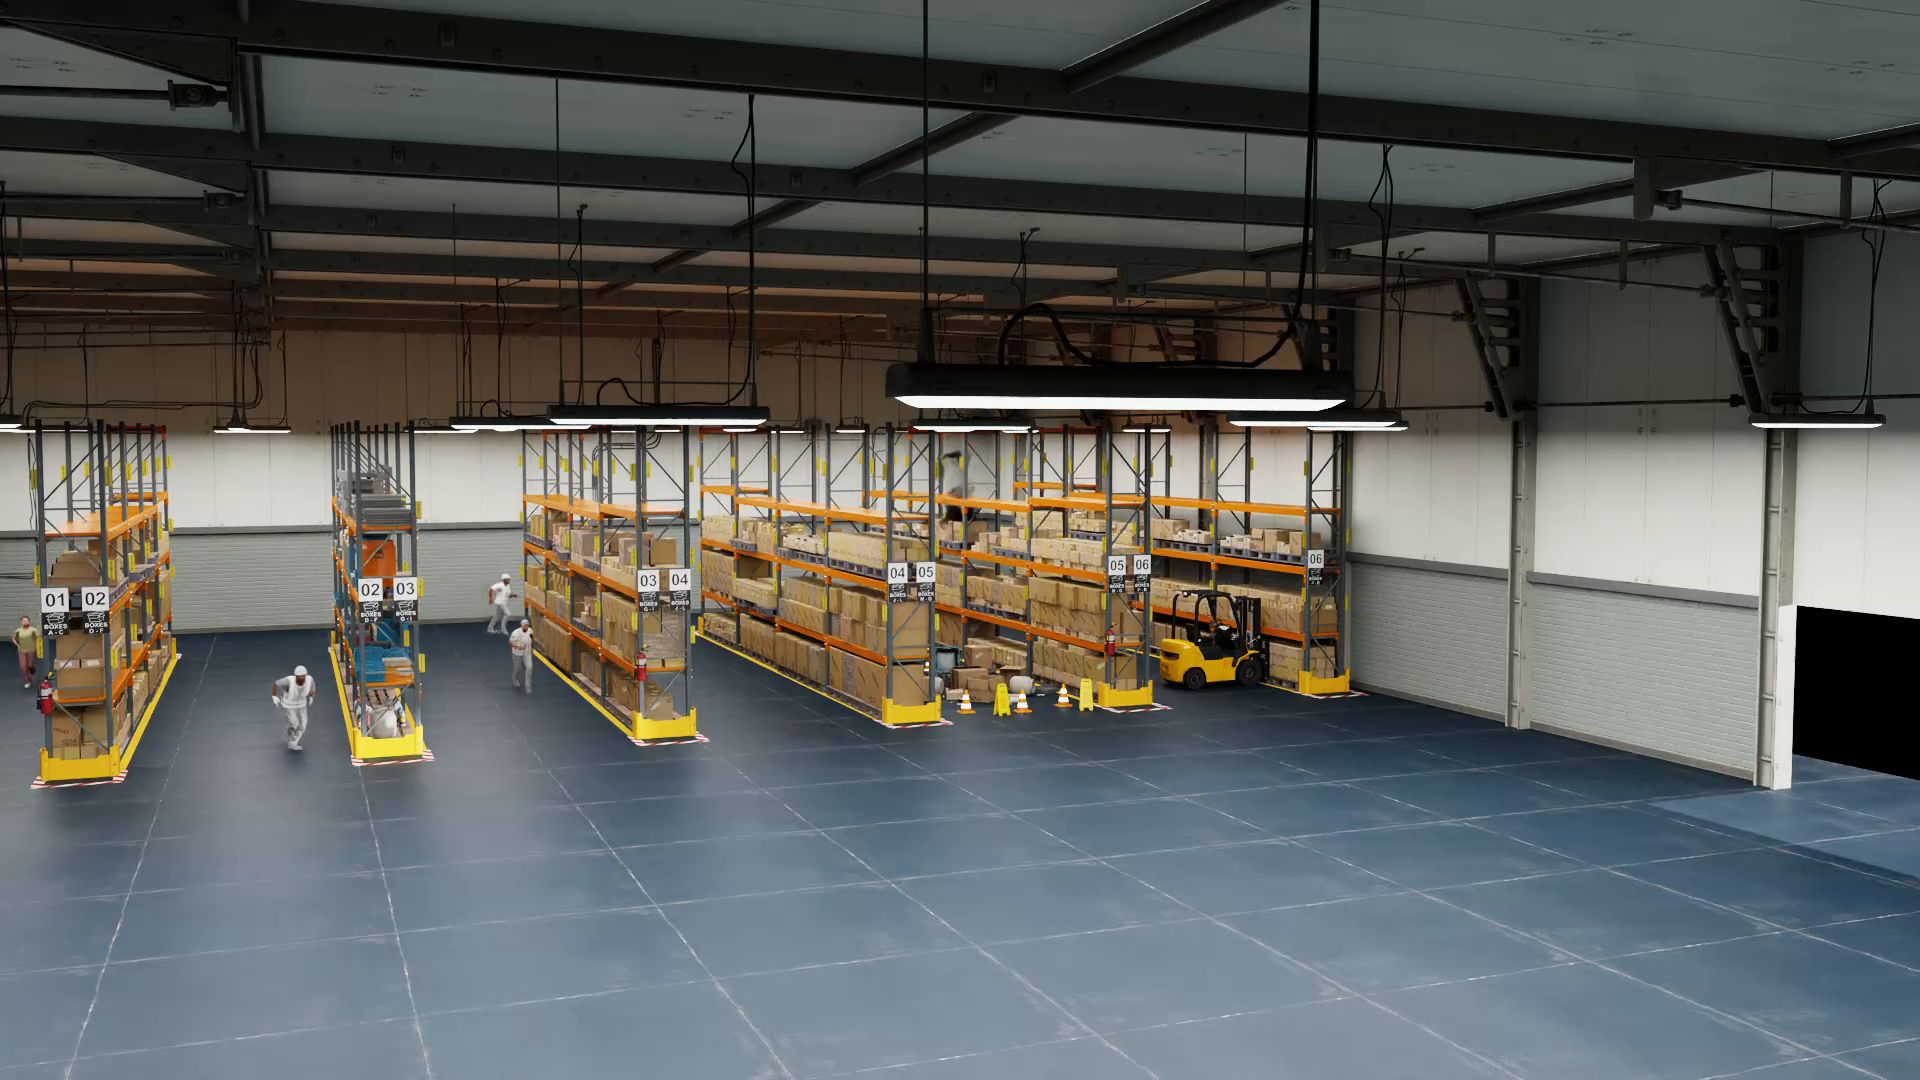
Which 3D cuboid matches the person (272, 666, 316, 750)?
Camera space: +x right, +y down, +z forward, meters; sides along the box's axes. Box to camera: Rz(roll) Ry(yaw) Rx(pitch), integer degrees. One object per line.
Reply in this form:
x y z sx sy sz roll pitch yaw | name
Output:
-12.041 3.049 30.094 0.714 1.588 0.823 -3 5 -41 | person

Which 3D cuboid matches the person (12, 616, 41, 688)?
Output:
-21.304 2.547 37.957 0.581 1.630 0.566 -1 4 -22 | person

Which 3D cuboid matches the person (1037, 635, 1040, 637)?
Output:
2.028 1.879 43.228 0.652 1.868 0.726 -1 4 -21 | person

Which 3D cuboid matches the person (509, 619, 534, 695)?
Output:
-9.819 2.592 37.248 0.608 1.663 1.052 -2 4 -28 | person

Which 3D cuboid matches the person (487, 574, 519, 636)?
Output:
-13.187 1.858 47.881 0.933 1.765 0.682 0 4 2 | person
